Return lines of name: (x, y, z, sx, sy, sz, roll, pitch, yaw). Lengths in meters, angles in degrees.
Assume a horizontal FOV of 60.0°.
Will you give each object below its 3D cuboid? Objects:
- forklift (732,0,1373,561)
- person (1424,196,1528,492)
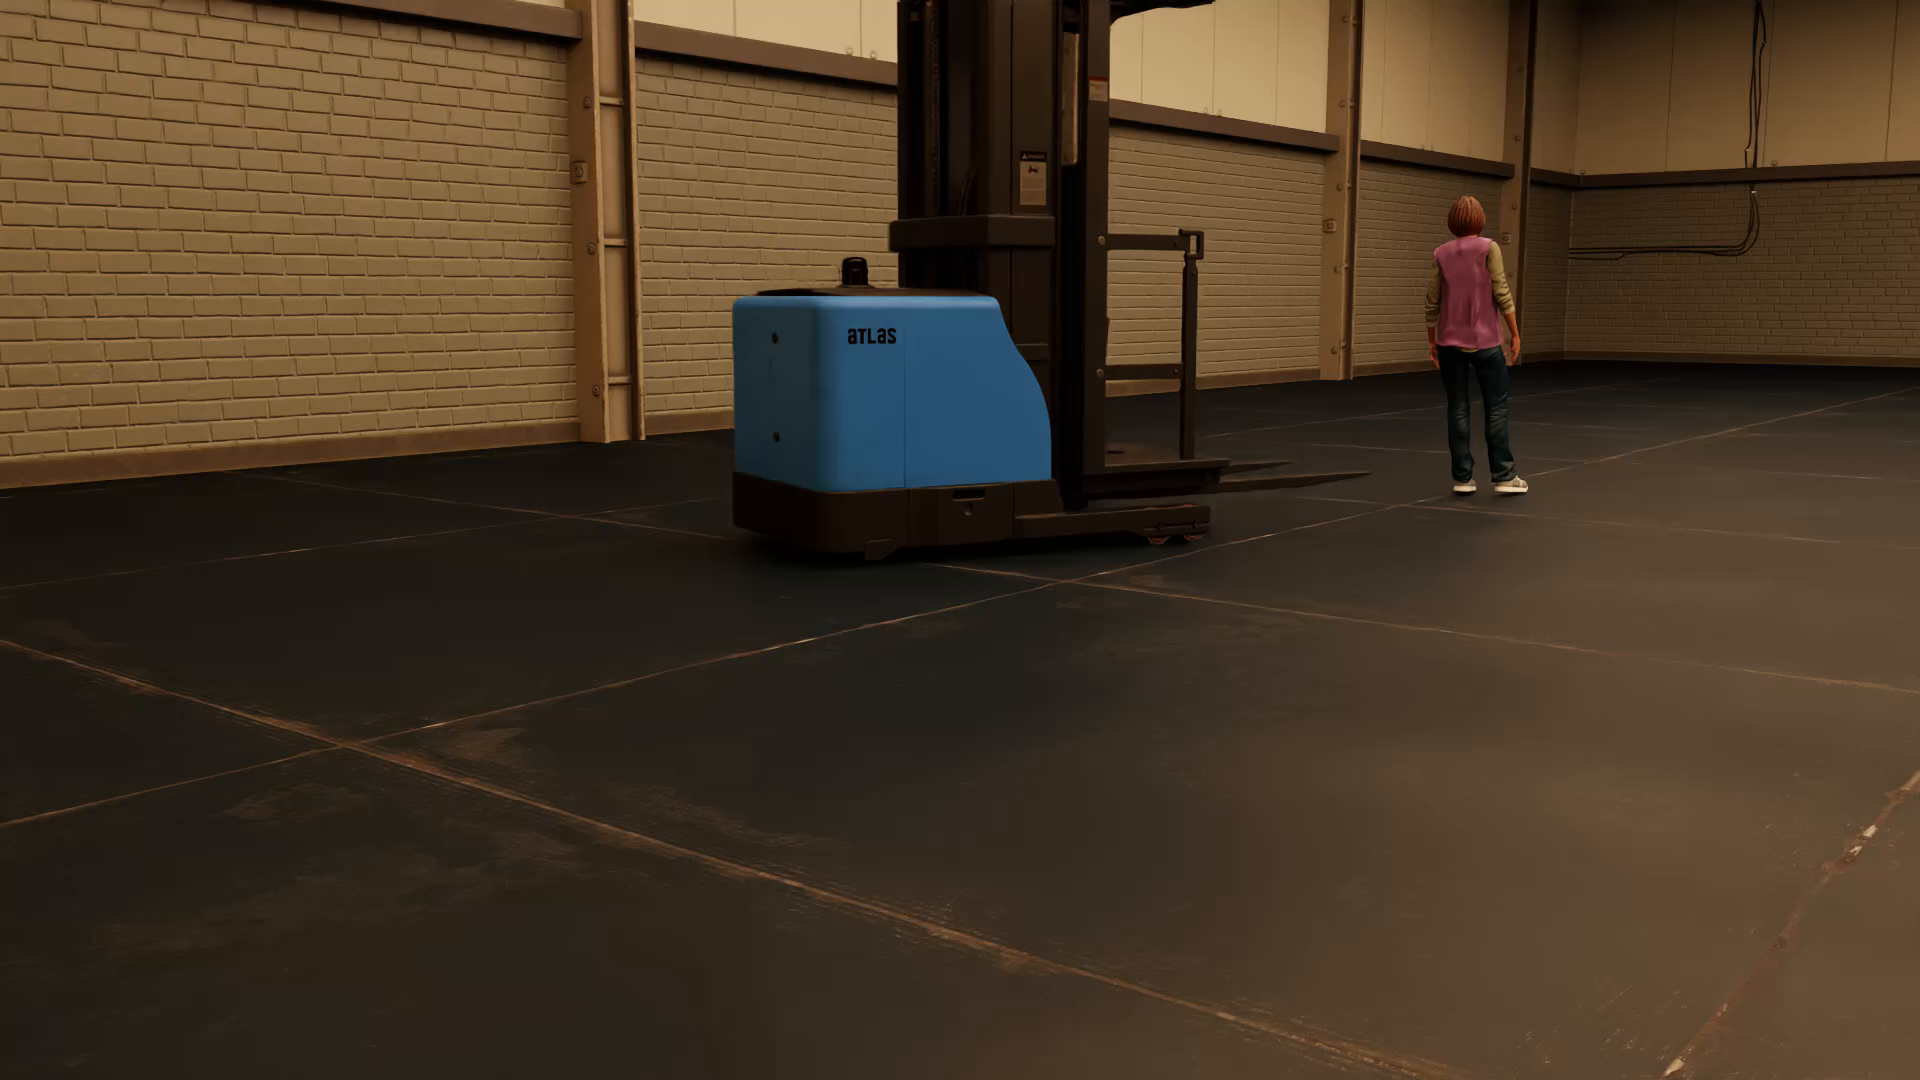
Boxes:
forklift: (0.532, -1.495, 7.499, 3.031, 2.935, 1.130, -5, 9, -29)
person: (2.804, -1.052, 9.029, 0.520, 1.596, 0.475, 6, 10, 36)
